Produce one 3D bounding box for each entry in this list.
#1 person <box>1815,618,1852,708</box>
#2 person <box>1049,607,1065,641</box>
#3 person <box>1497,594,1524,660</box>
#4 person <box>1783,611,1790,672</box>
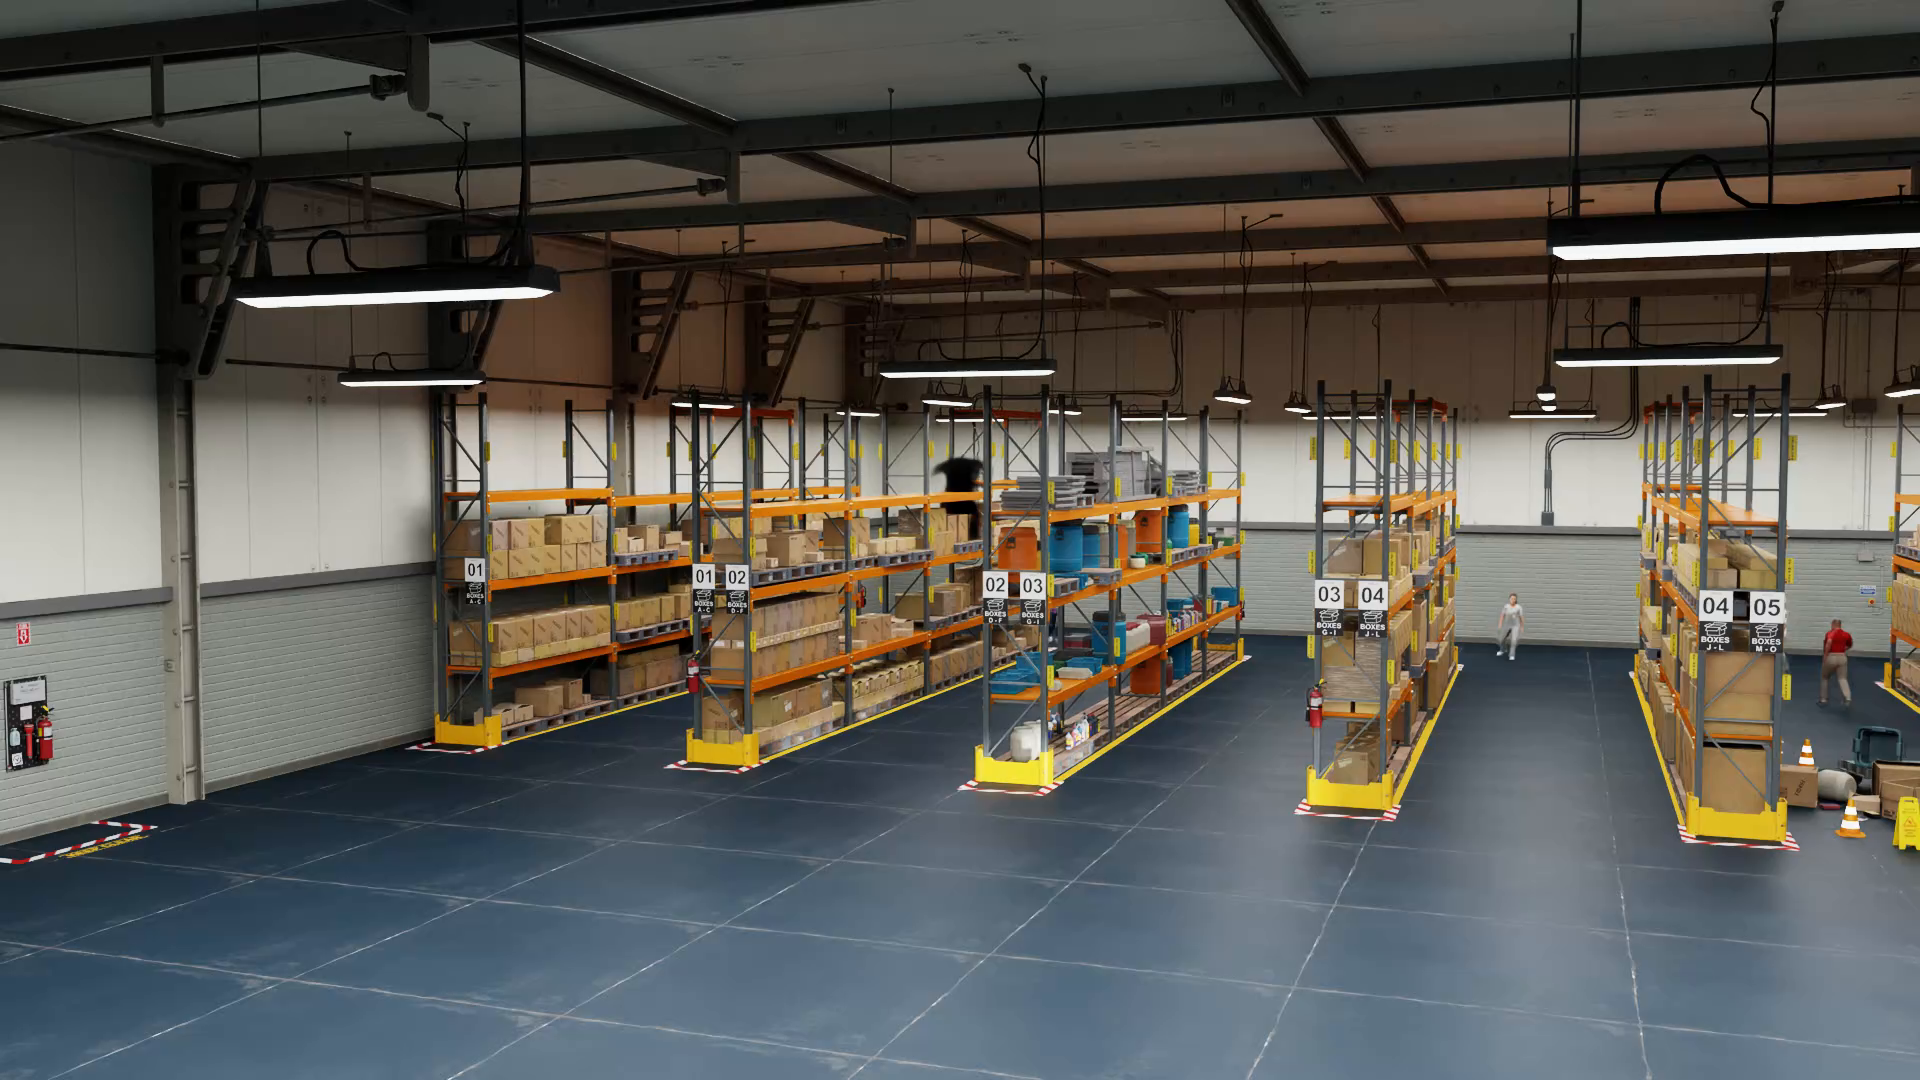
[{"bbox_3d":[17.036,2.395,32.319,0.634,1.744,0.971,0,3,3],"label":"person"},{"bbox_3d":[2.509,1.888,43.019,0.534,1.609,0.861,-1,3,-20],"label":"person"},{"bbox_3d":[13.213,2.072,39.898,0.695,1.608,0.661,2,4,30],"label":"person"},{"bbox_3d":[18.313,2.131,37.439,0.720,1.789,0.672,0,3,0],"label":"person"}]
